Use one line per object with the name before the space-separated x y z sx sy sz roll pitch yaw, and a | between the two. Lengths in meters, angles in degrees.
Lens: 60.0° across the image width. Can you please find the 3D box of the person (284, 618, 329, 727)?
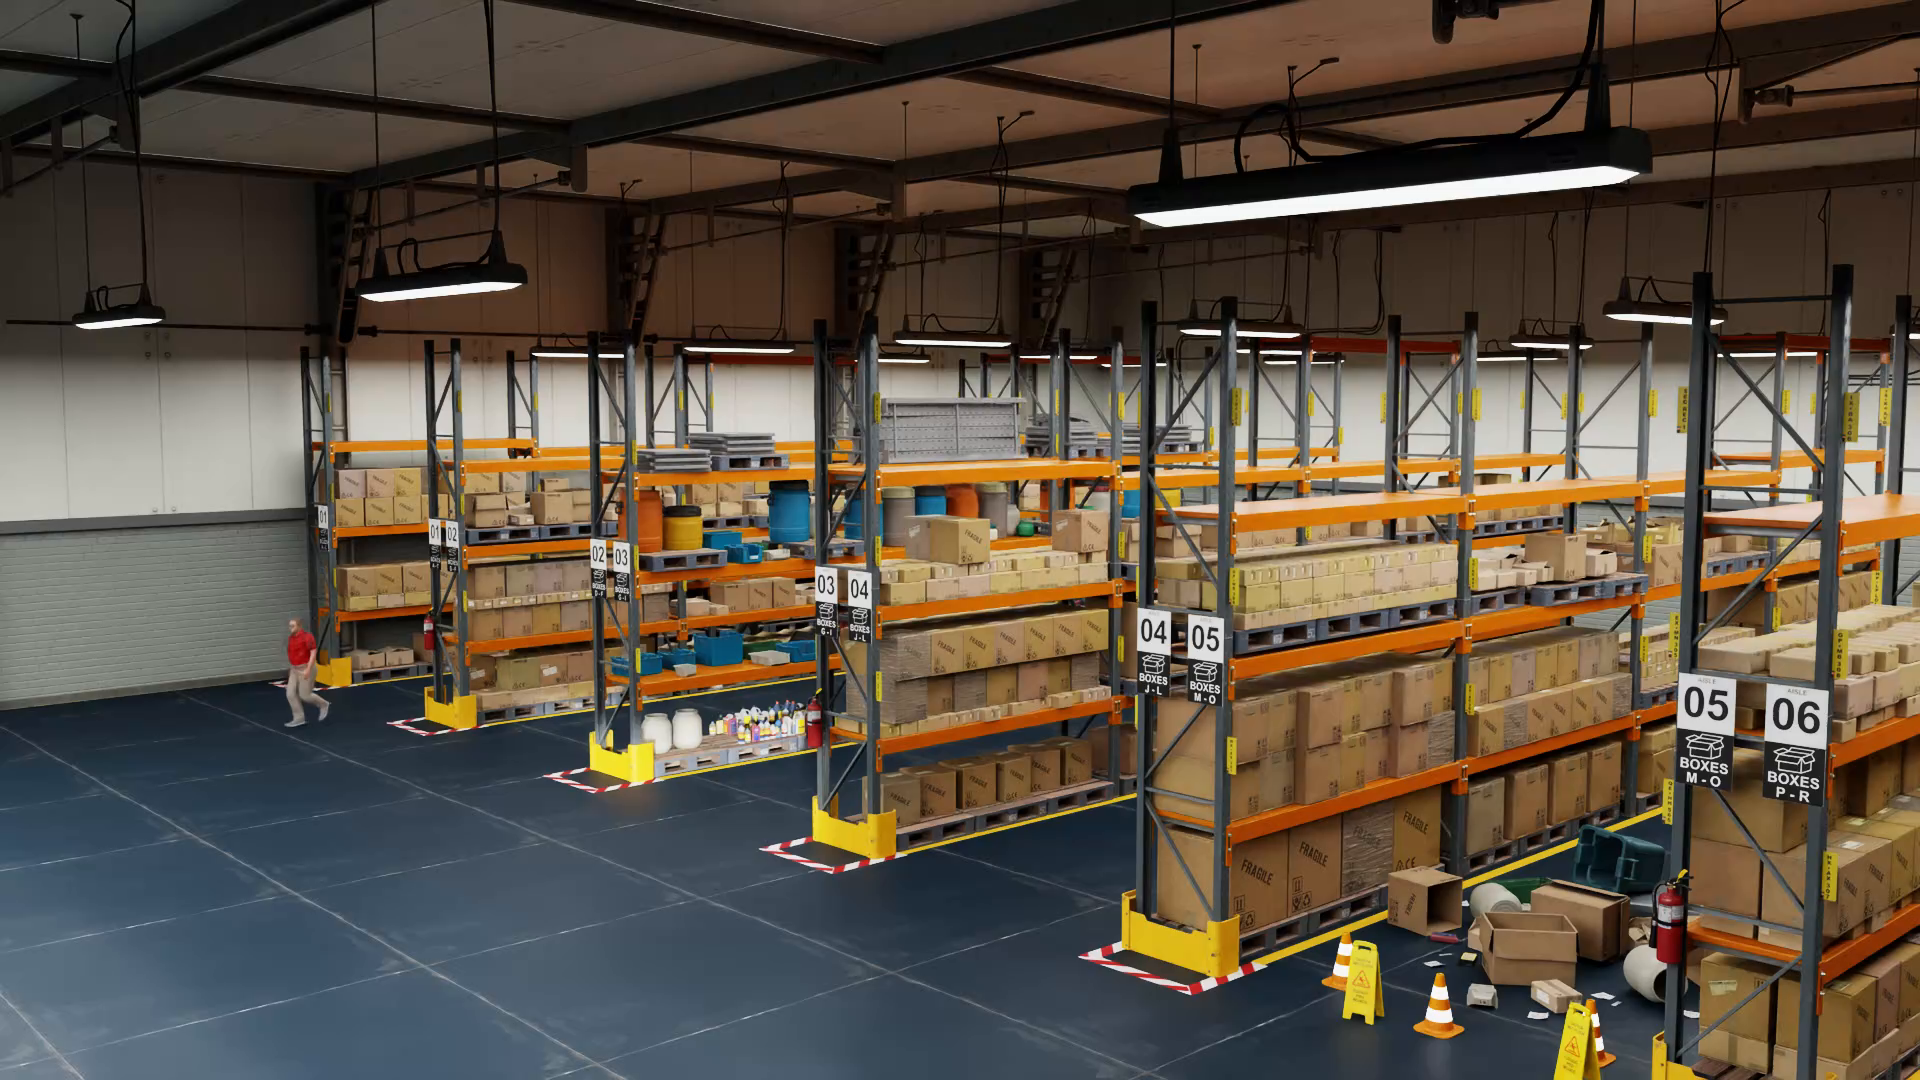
person | -10.212 2.044 25.936 0.626 1.711 0.636 3 6 34

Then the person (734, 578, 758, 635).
person | -4.164 1.523 32.012 0.470 1.603 0.977 3 6 33
